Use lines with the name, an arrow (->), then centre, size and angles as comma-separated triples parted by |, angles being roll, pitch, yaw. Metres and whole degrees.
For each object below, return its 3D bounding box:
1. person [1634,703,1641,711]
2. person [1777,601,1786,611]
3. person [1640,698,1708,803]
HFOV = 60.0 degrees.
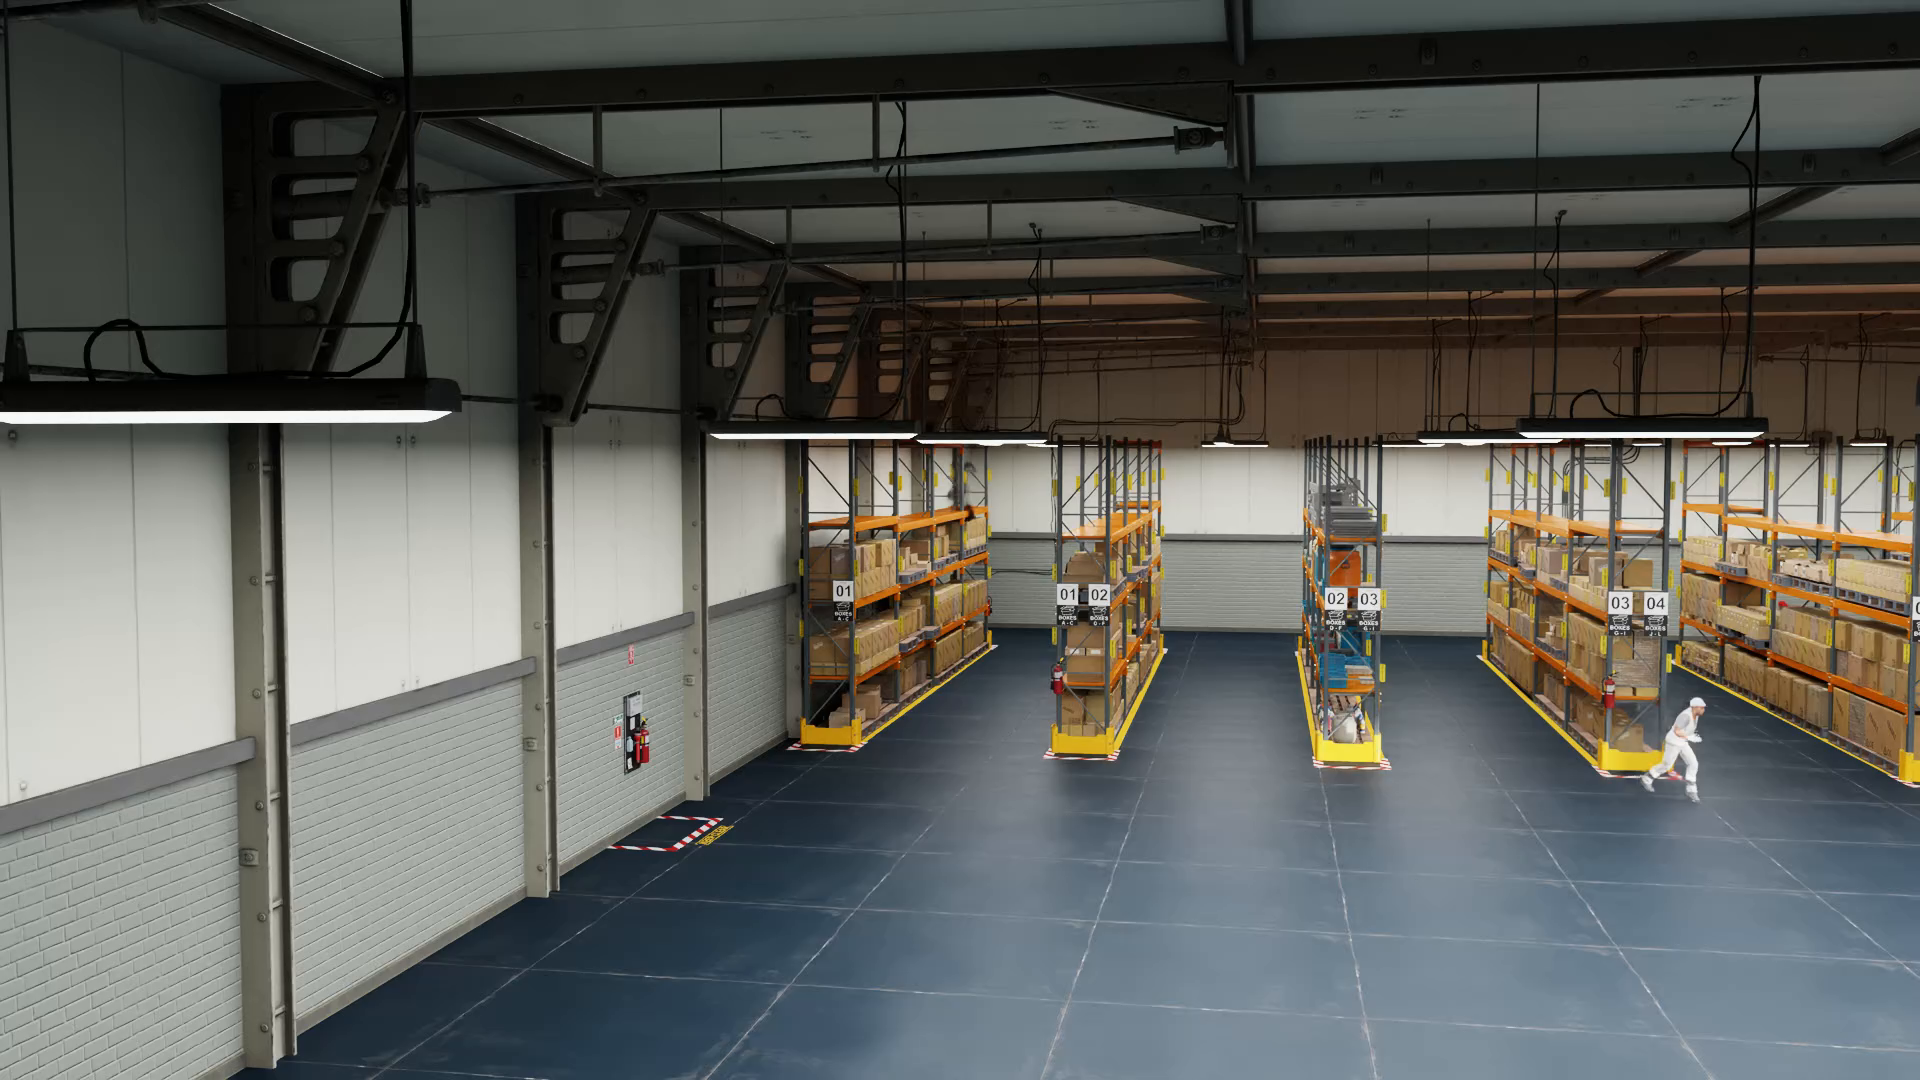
person -> 15.003, 2.868, 36.989 | 0.711, 1.777, 1.093 | 1, 3, 11
person -> 21.404, 2.479, 43.404 | 0.671, 1.782, 0.884 | 0, 3, -3
person -> 11.734, 3.417, 27.336 | 1.056, 1.729, 0.704 | 3, 4, 42
